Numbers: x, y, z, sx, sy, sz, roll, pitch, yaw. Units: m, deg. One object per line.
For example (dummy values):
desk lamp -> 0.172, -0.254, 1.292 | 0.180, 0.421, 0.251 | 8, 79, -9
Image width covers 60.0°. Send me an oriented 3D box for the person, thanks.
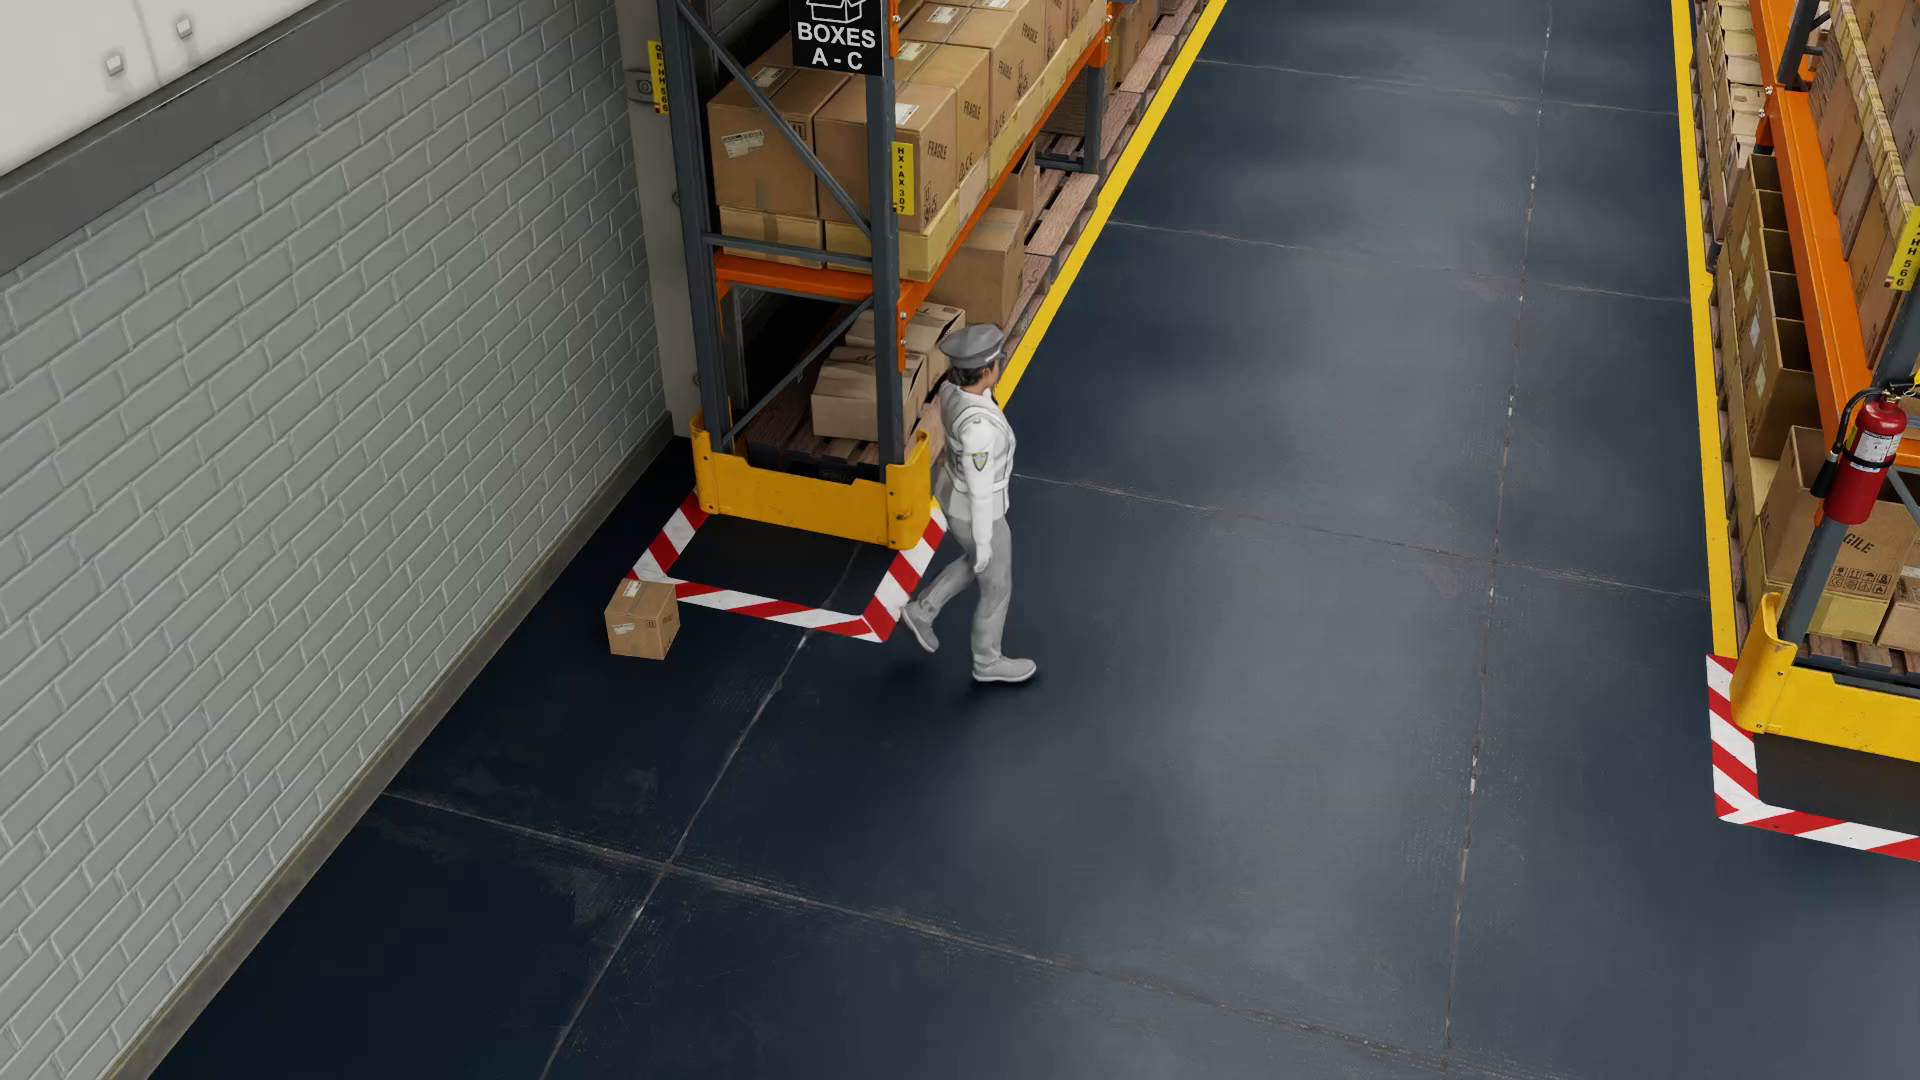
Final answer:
person -> 0.023, -0.127, 7.036 | 0.566, 1.649, 0.533 | -9, 38, -11
